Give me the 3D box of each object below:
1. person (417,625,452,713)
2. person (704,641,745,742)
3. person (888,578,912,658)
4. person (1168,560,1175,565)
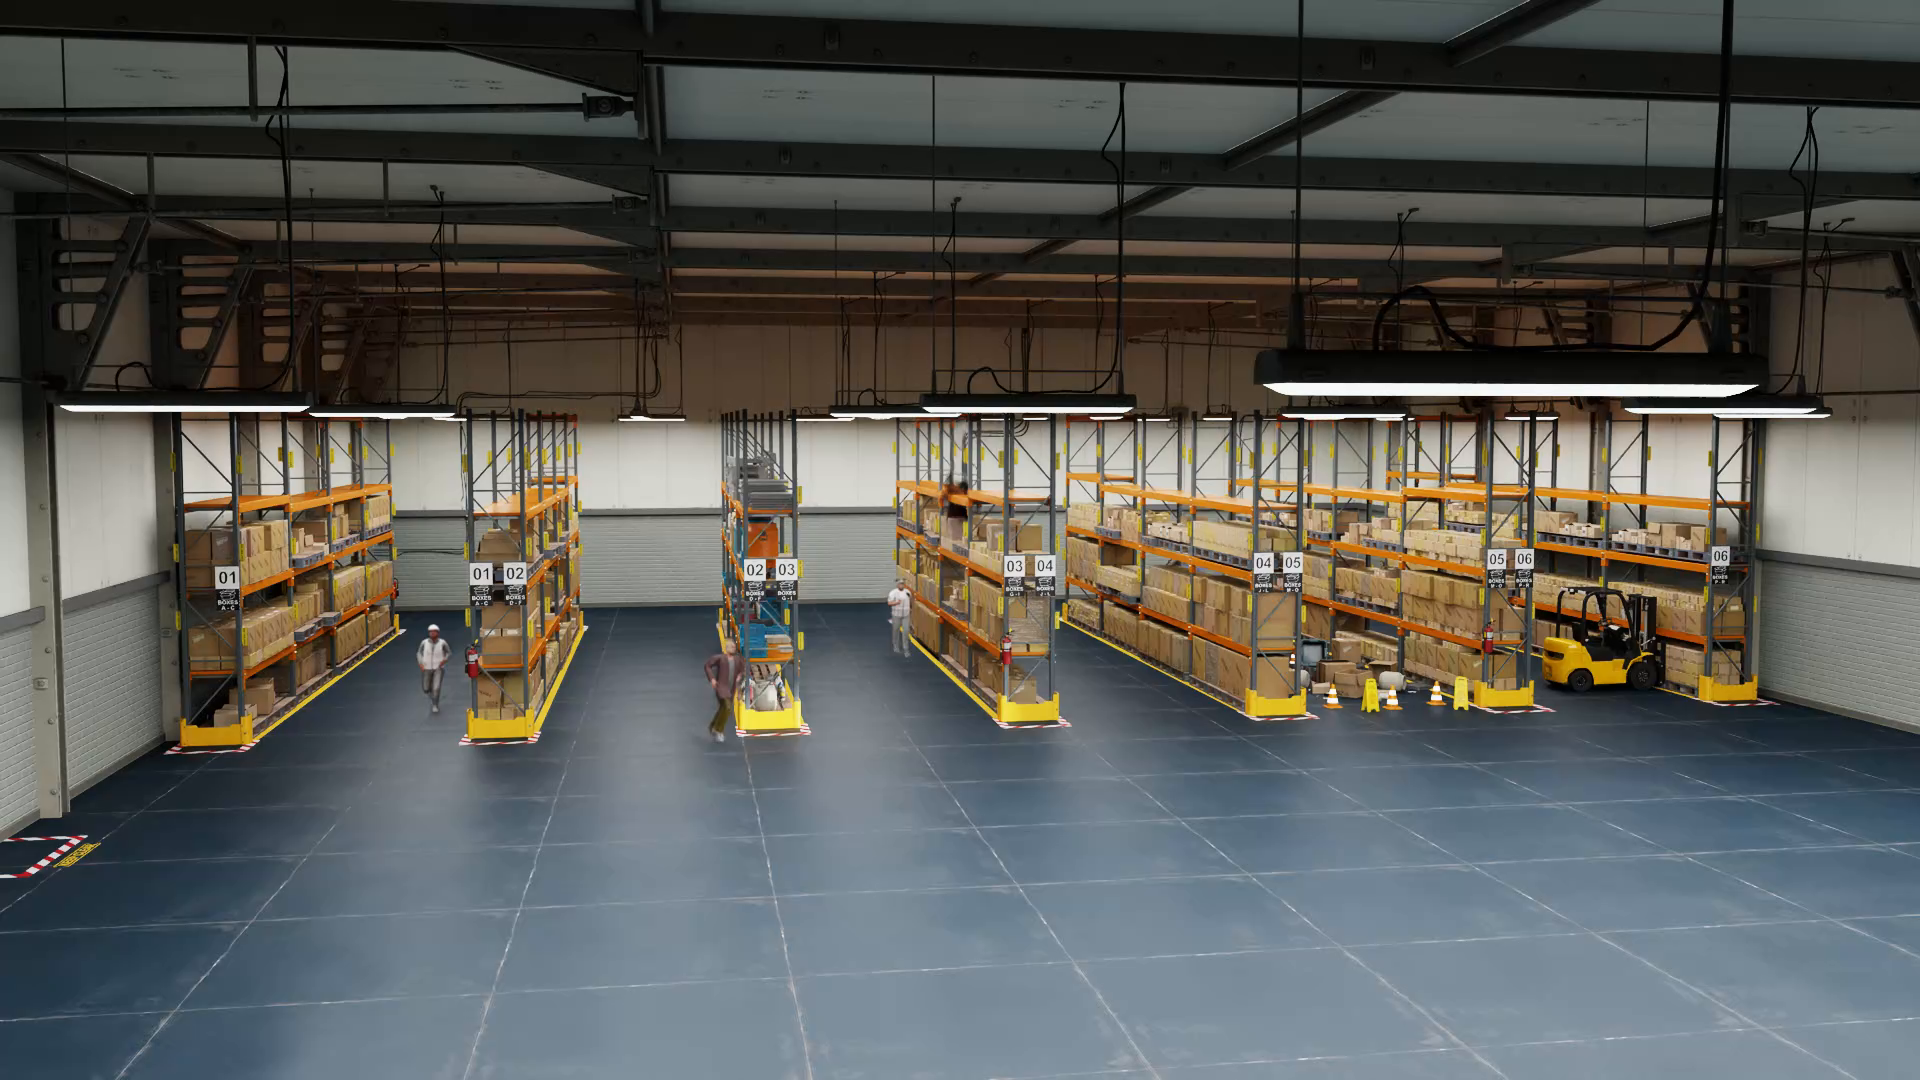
[{"bbox_3d":[-10.505,2.555,33.254,0.678,1.729,0.643,0,4,-6],"label":"person"},{"bbox_3d":[-4.251,2.750,30.307,0.734,1.807,0.693,4,6,44],"label":"person"},{"bbox_3d":[-1.388,1.814,39.252,0.642,1.870,0.716,-1,4,-15],"label":"person"},{"bbox_3d":[6.448,1.408,50.416,0.791,1.649,0.578,-1,4,-19],"label":"person"}]
